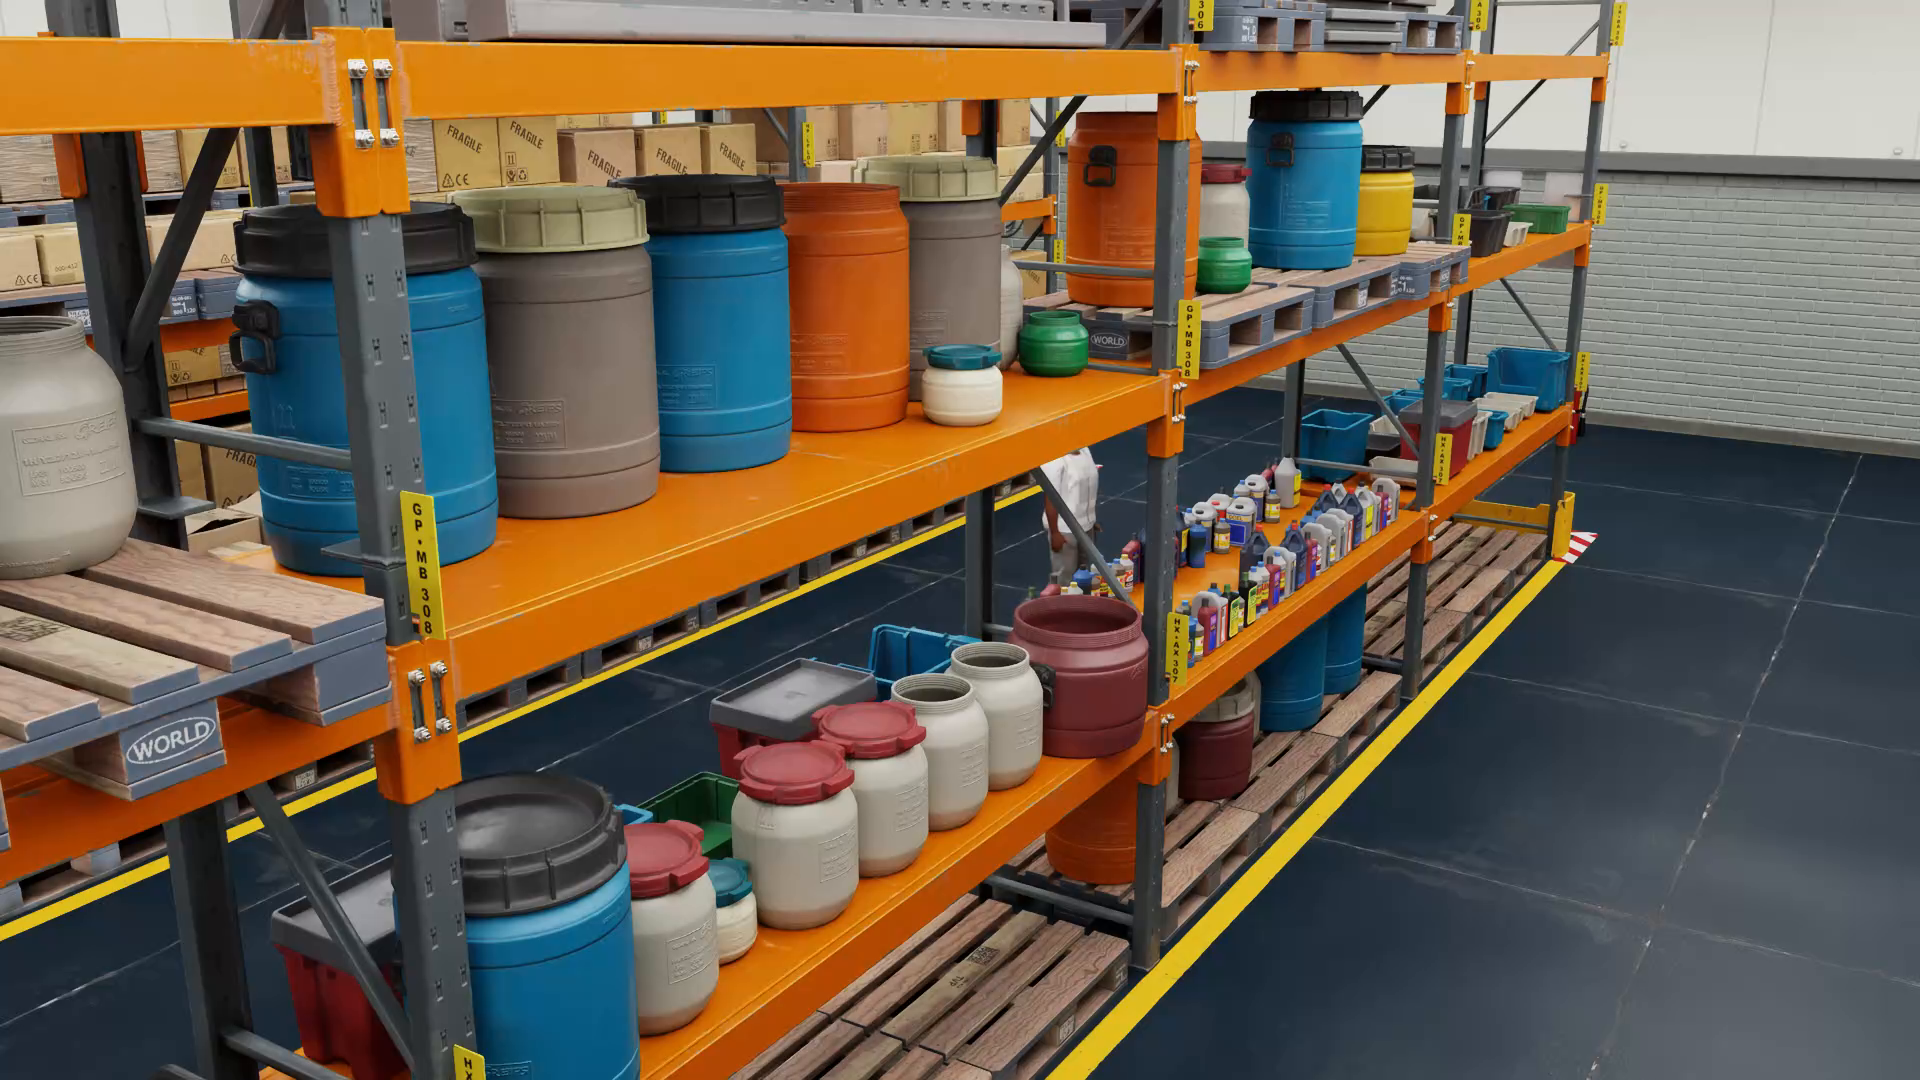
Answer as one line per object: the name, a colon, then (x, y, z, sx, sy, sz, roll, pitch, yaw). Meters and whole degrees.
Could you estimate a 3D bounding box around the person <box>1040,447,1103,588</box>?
person: (0.786, -0.100, 11.839, 0.358, 1.763, 0.565, 10, 19, 31)
